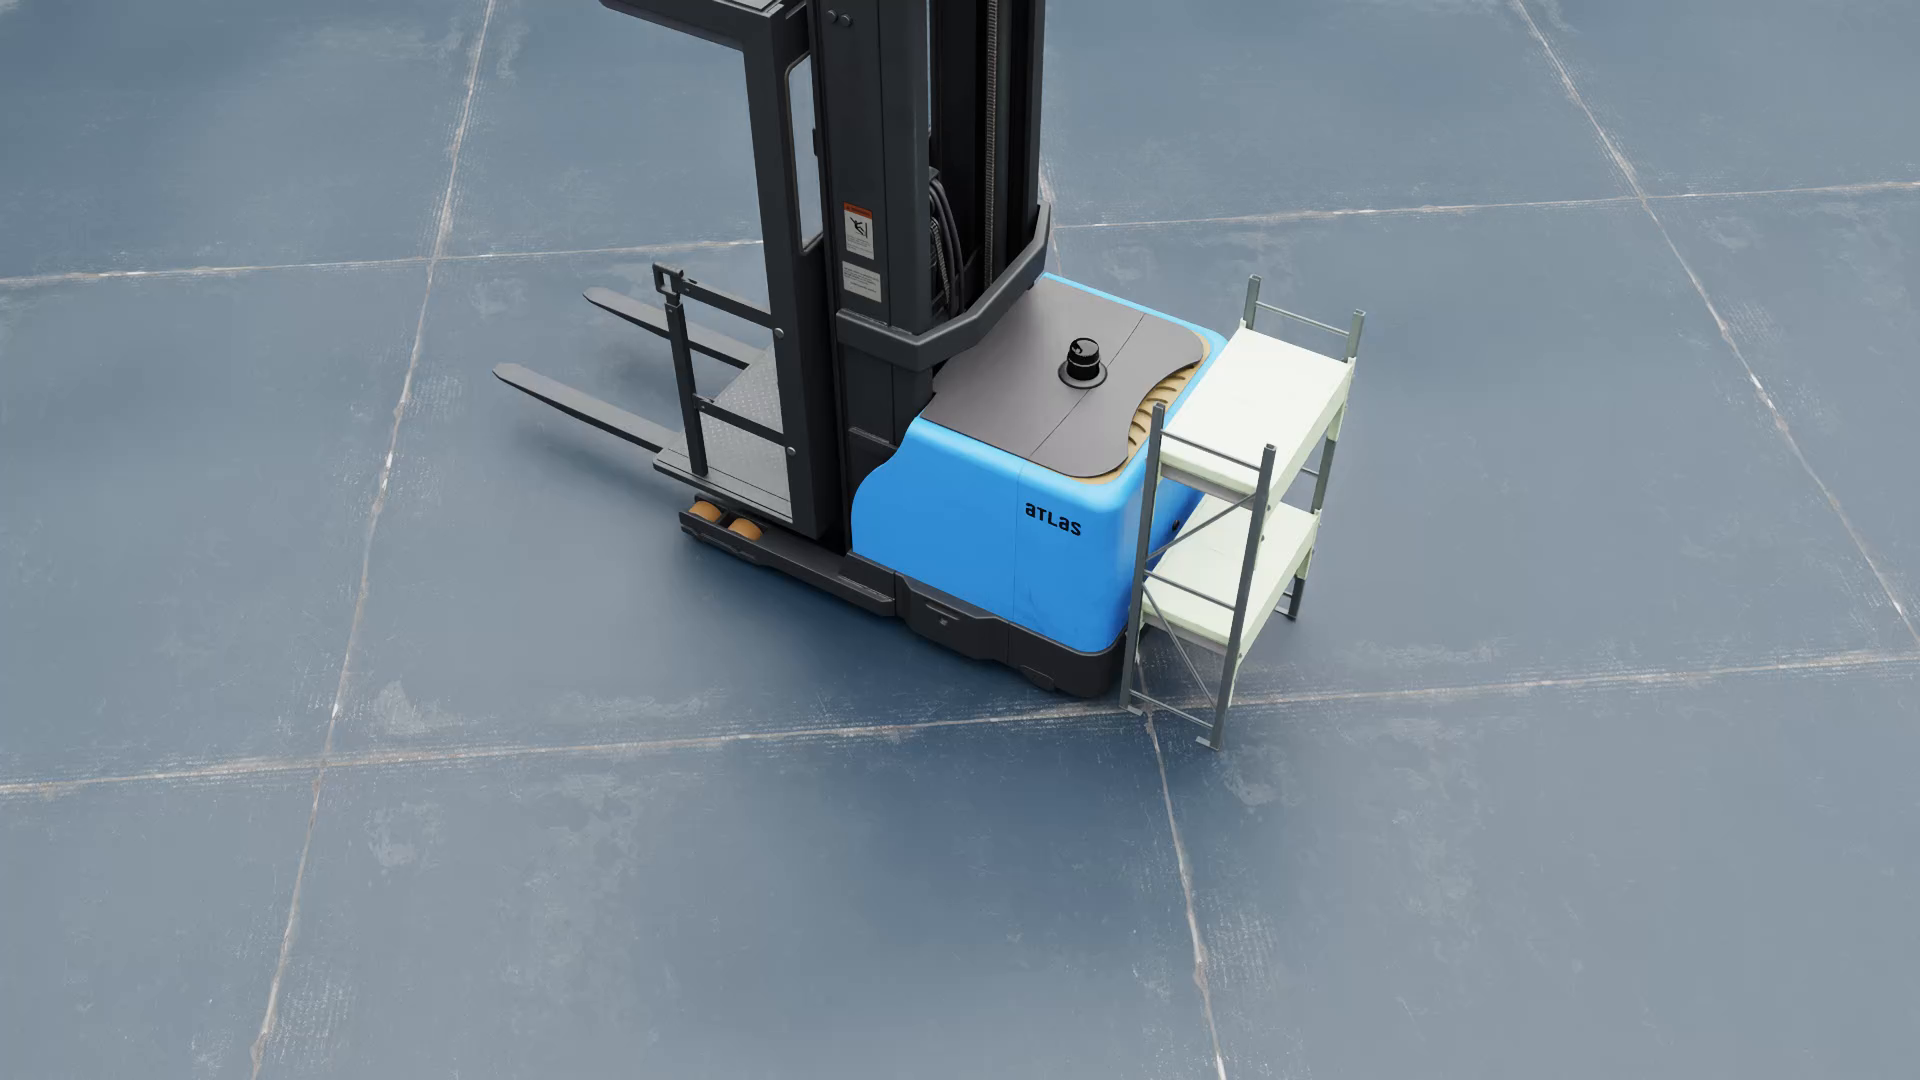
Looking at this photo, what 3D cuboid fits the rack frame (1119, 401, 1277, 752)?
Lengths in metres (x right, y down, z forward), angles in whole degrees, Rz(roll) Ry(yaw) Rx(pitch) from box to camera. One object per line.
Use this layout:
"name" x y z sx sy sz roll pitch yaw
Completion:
"rack frame" 0.766 0.171 5.555 0.400 1.500 0.023 23 51 20

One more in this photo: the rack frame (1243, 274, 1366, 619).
"rack frame" 1.136 -0.288 5.989 0.400 1.500 0.023 23 51 20

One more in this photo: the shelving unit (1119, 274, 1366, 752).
"shelving unit" 0.951 -0.058 5.772 0.431 1.500 0.755 23 51 20

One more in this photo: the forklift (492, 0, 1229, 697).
"forklift" -0.537 -1.236 5.902 3.031 2.935 1.130 23 51 20

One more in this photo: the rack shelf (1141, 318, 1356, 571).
"rack shelf" 0.951 -0.327 5.489 0.431 0.370 0.720 23 51 20

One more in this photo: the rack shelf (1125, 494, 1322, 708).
"rack shelf" 0.951 0.166 6.009 0.431 0.370 0.720 23 51 20
